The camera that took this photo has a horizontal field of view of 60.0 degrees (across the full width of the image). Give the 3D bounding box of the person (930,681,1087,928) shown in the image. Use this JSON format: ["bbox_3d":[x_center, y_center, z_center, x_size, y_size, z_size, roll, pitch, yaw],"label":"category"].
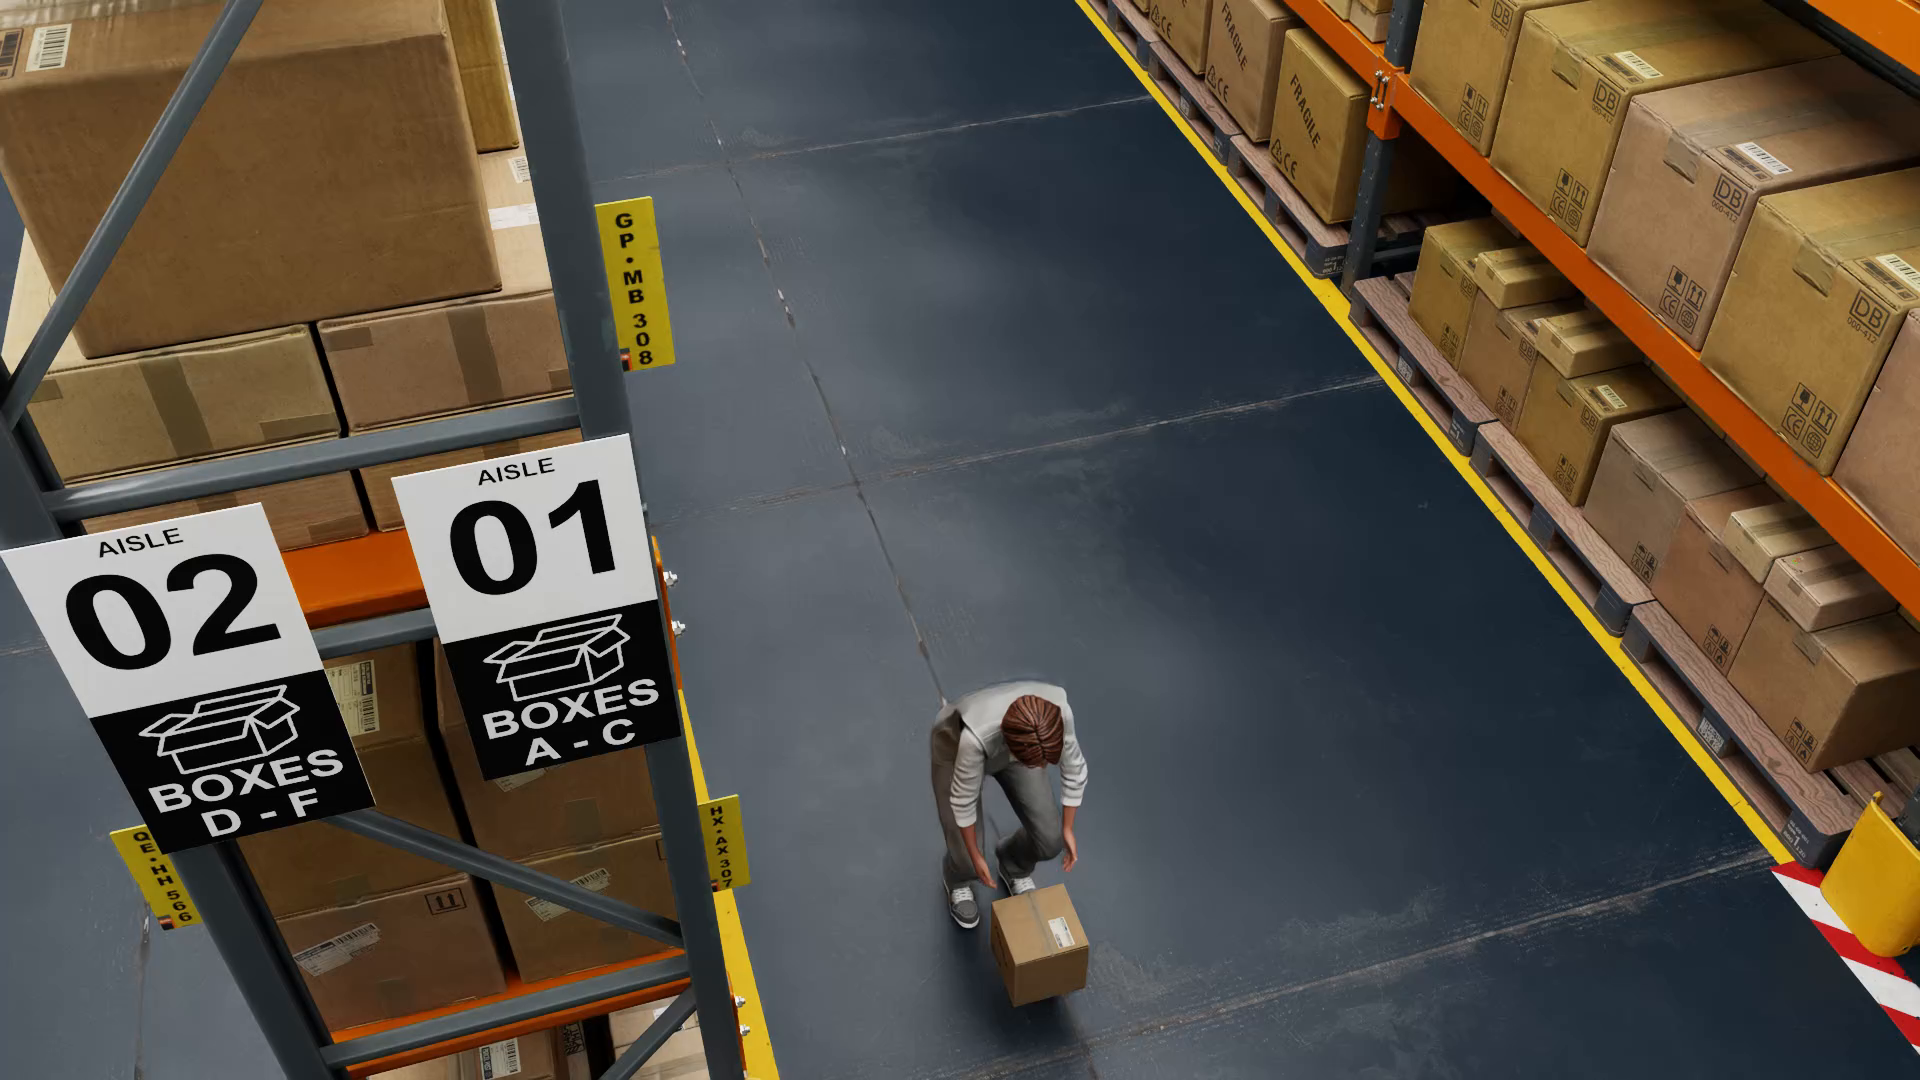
[{"bbox_3d":[0.156,0.829,5.529,0.463,1.257,0.671,-12,44,-13],"label":"person"}]
